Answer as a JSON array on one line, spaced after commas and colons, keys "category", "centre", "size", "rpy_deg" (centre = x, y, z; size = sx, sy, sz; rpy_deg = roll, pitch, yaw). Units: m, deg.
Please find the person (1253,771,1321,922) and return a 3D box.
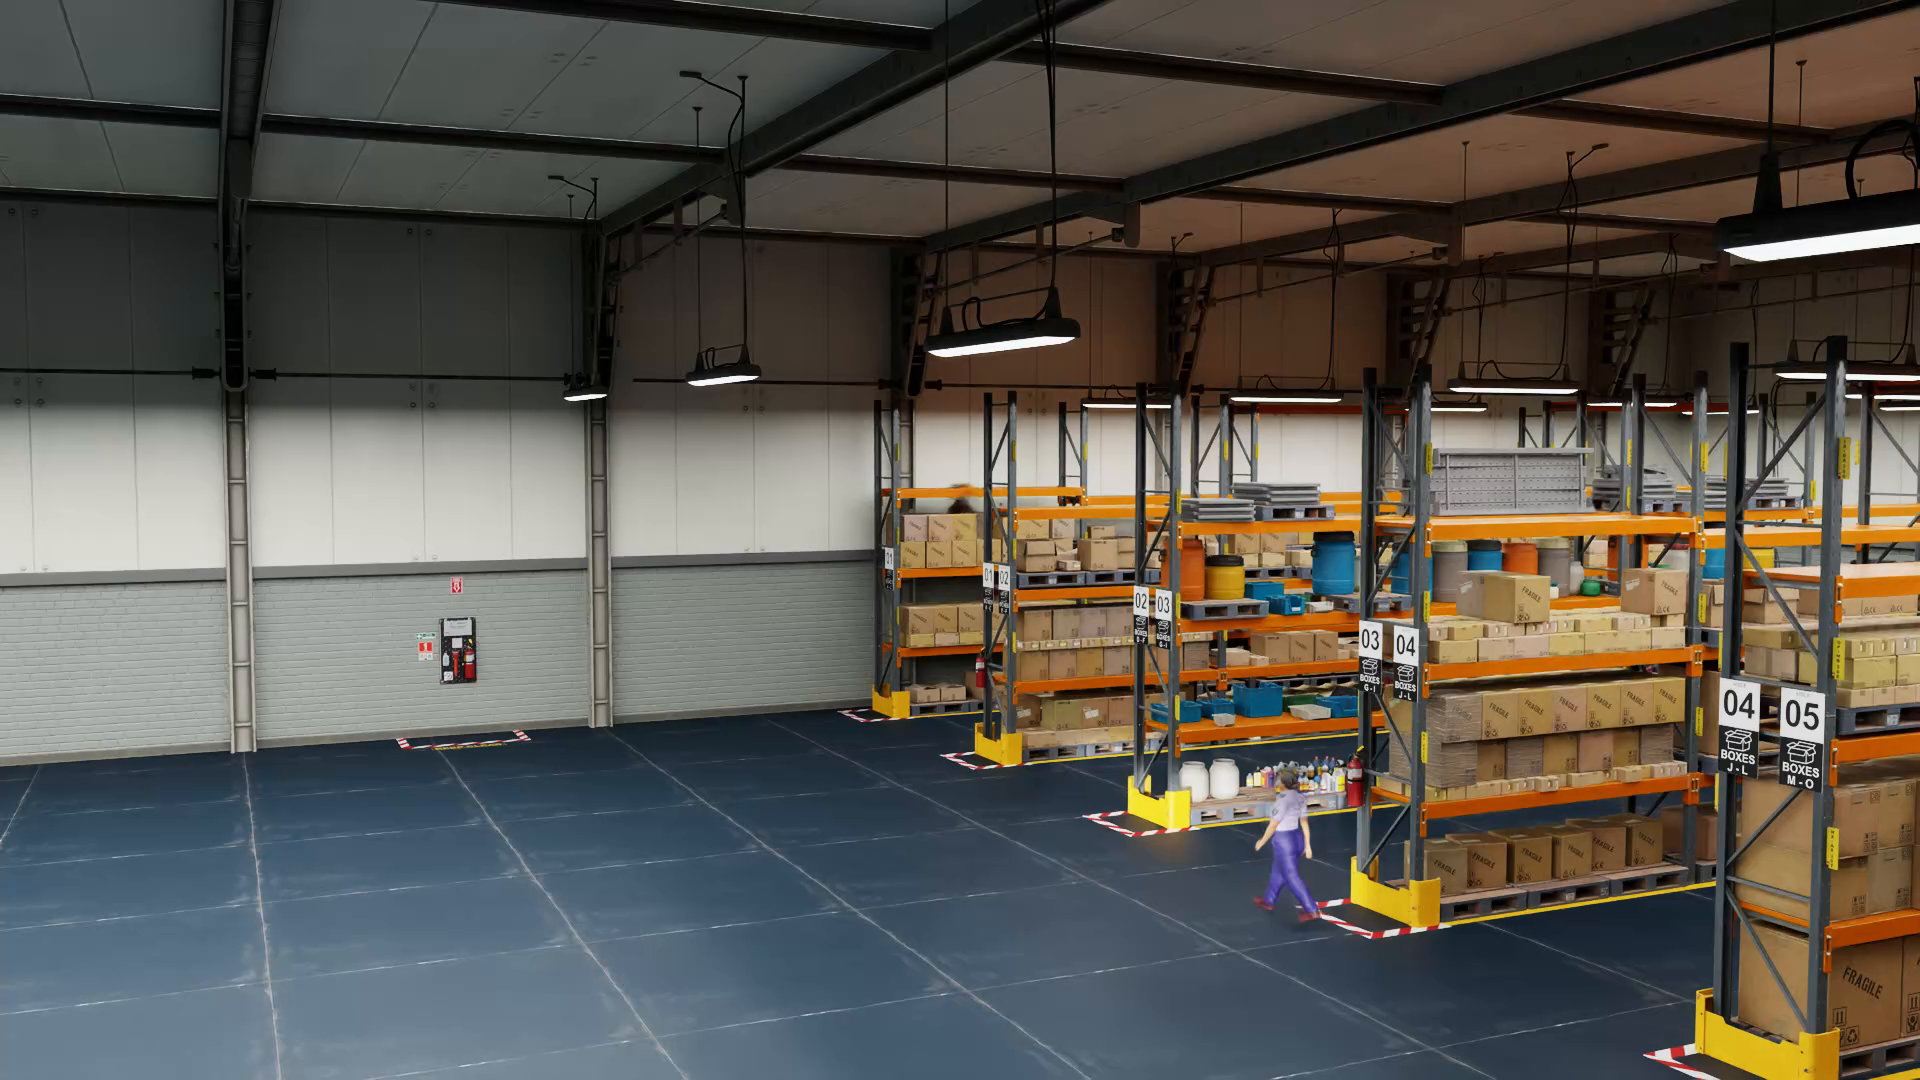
[{"category": "person", "centre": [3.532, 3.304, 18.096], "size": [0.996, 1.601, 0.485], "rpy_deg": [3, 5, 43]}]
